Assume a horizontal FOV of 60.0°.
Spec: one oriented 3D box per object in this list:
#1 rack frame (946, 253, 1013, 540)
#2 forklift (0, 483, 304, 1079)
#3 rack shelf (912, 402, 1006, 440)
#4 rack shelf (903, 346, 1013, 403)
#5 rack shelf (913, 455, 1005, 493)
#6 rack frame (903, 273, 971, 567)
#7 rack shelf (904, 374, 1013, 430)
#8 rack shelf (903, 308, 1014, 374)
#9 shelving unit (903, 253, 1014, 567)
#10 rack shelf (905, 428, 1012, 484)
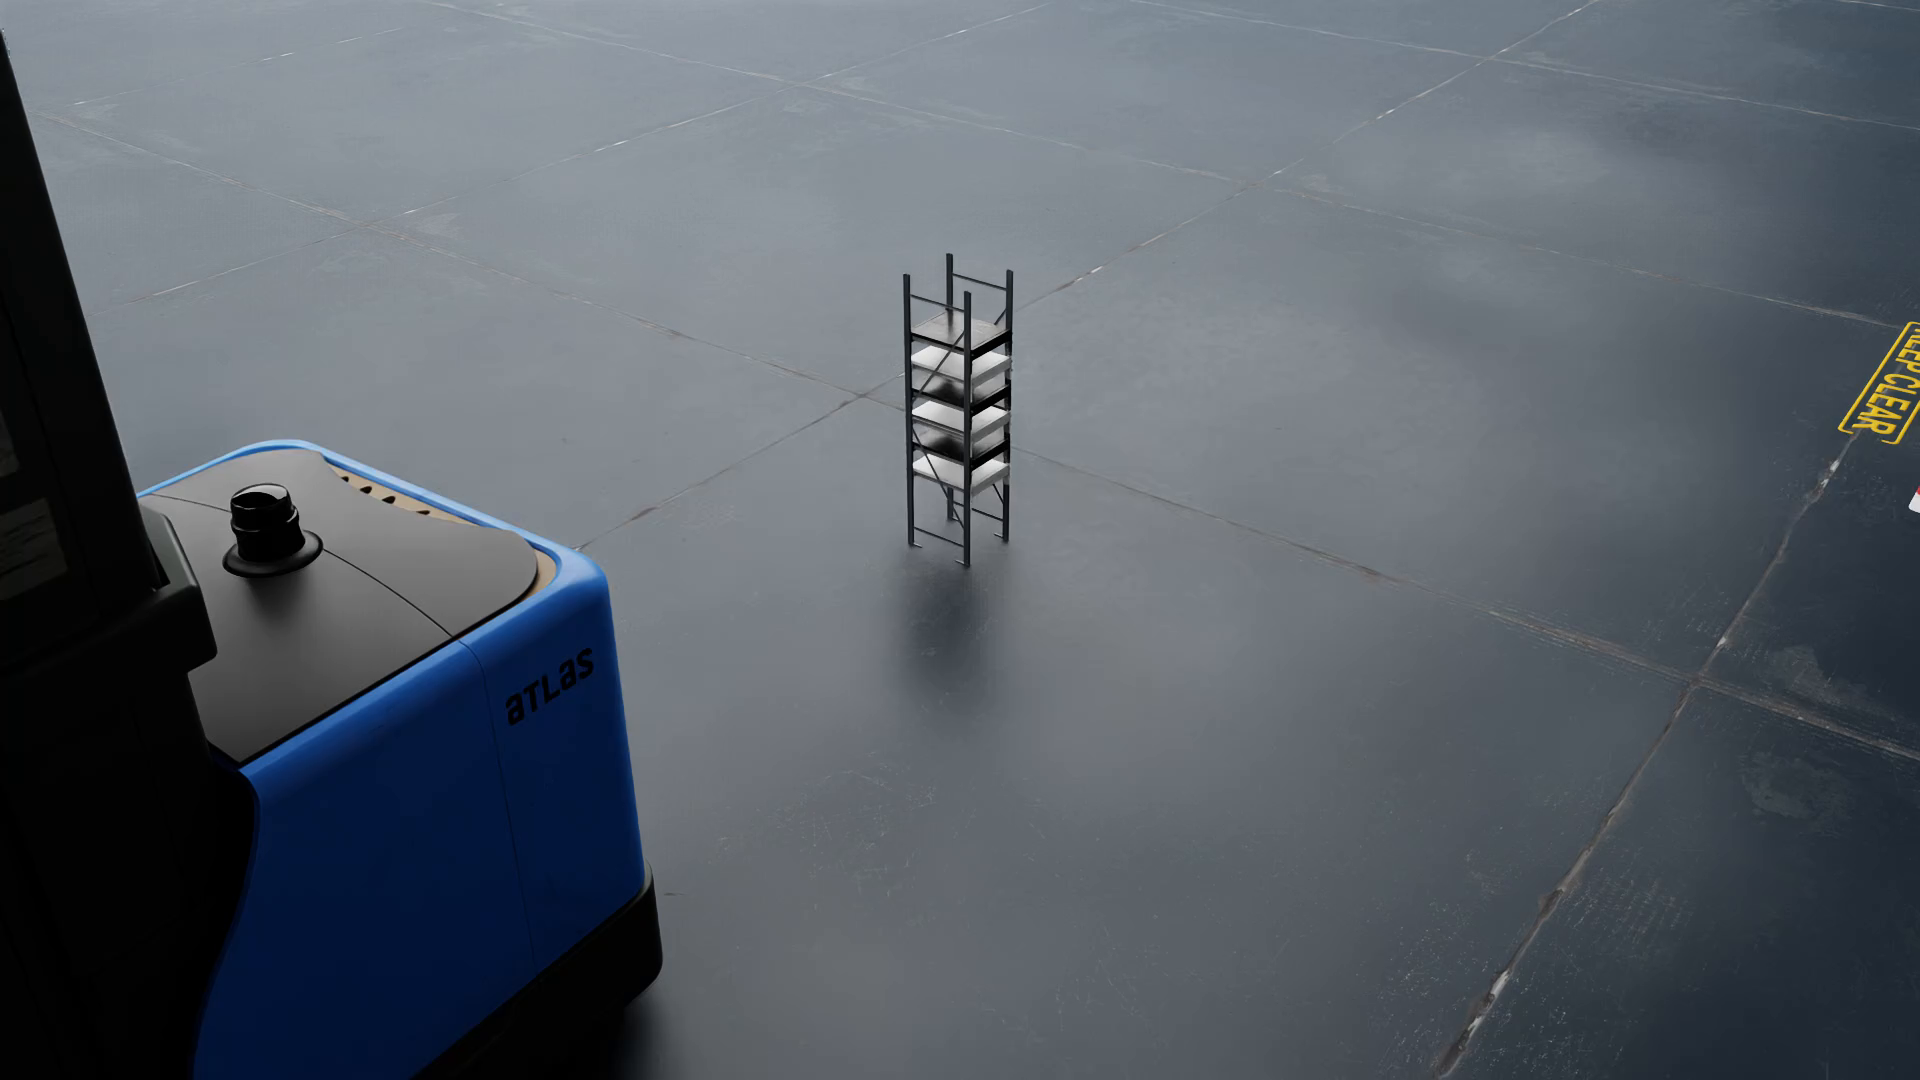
[{"bbox_3d":[0.056,-0.425,5.085,0.240,0.900,0.006,21,37,31],"label":"rack frame"},{"bbox_3d":[-1.895,0.182,2.068,1.110,2.935,3.031,19,36,29],"label":"forklift"},{"bbox_3d":[-0.005,-0.373,5.022,0.221,0.026,0.190,21,37,31],"label":"rack shelf"},{"bbox_3d":[-0.005,-0.510,4.940,0.258,0.077,0.200,21,37,31],"label":"rack shelf"},{"bbox_3d":[-0.005,-0.218,5.113,0.221,0.026,0.190,21,37,31],"label":"rack shelf"},{"bbox_3d":[-0.066,-0.343,4.945,0.240,0.900,0.006,21,37,31],"label":"rack frame"},{"bbox_3d":[-0.005,-0.433,4.986,0.258,0.077,0.200,21,37,31],"label":"rack shelf"},{"bbox_3d":[-0.005,-0.587,4.894,0.258,0.077,0.200,21,37,31],"label":"rack shelf"},{"bbox_3d":[-0.005,-0.384,5.015,0.258,0.900,0.210,21,37,31],"label":"shelving unit"},{"bbox_3d":[-0.005,-0.278,5.078,0.258,0.077,0.200,21,37,31],"label":"rack shelf"}]
